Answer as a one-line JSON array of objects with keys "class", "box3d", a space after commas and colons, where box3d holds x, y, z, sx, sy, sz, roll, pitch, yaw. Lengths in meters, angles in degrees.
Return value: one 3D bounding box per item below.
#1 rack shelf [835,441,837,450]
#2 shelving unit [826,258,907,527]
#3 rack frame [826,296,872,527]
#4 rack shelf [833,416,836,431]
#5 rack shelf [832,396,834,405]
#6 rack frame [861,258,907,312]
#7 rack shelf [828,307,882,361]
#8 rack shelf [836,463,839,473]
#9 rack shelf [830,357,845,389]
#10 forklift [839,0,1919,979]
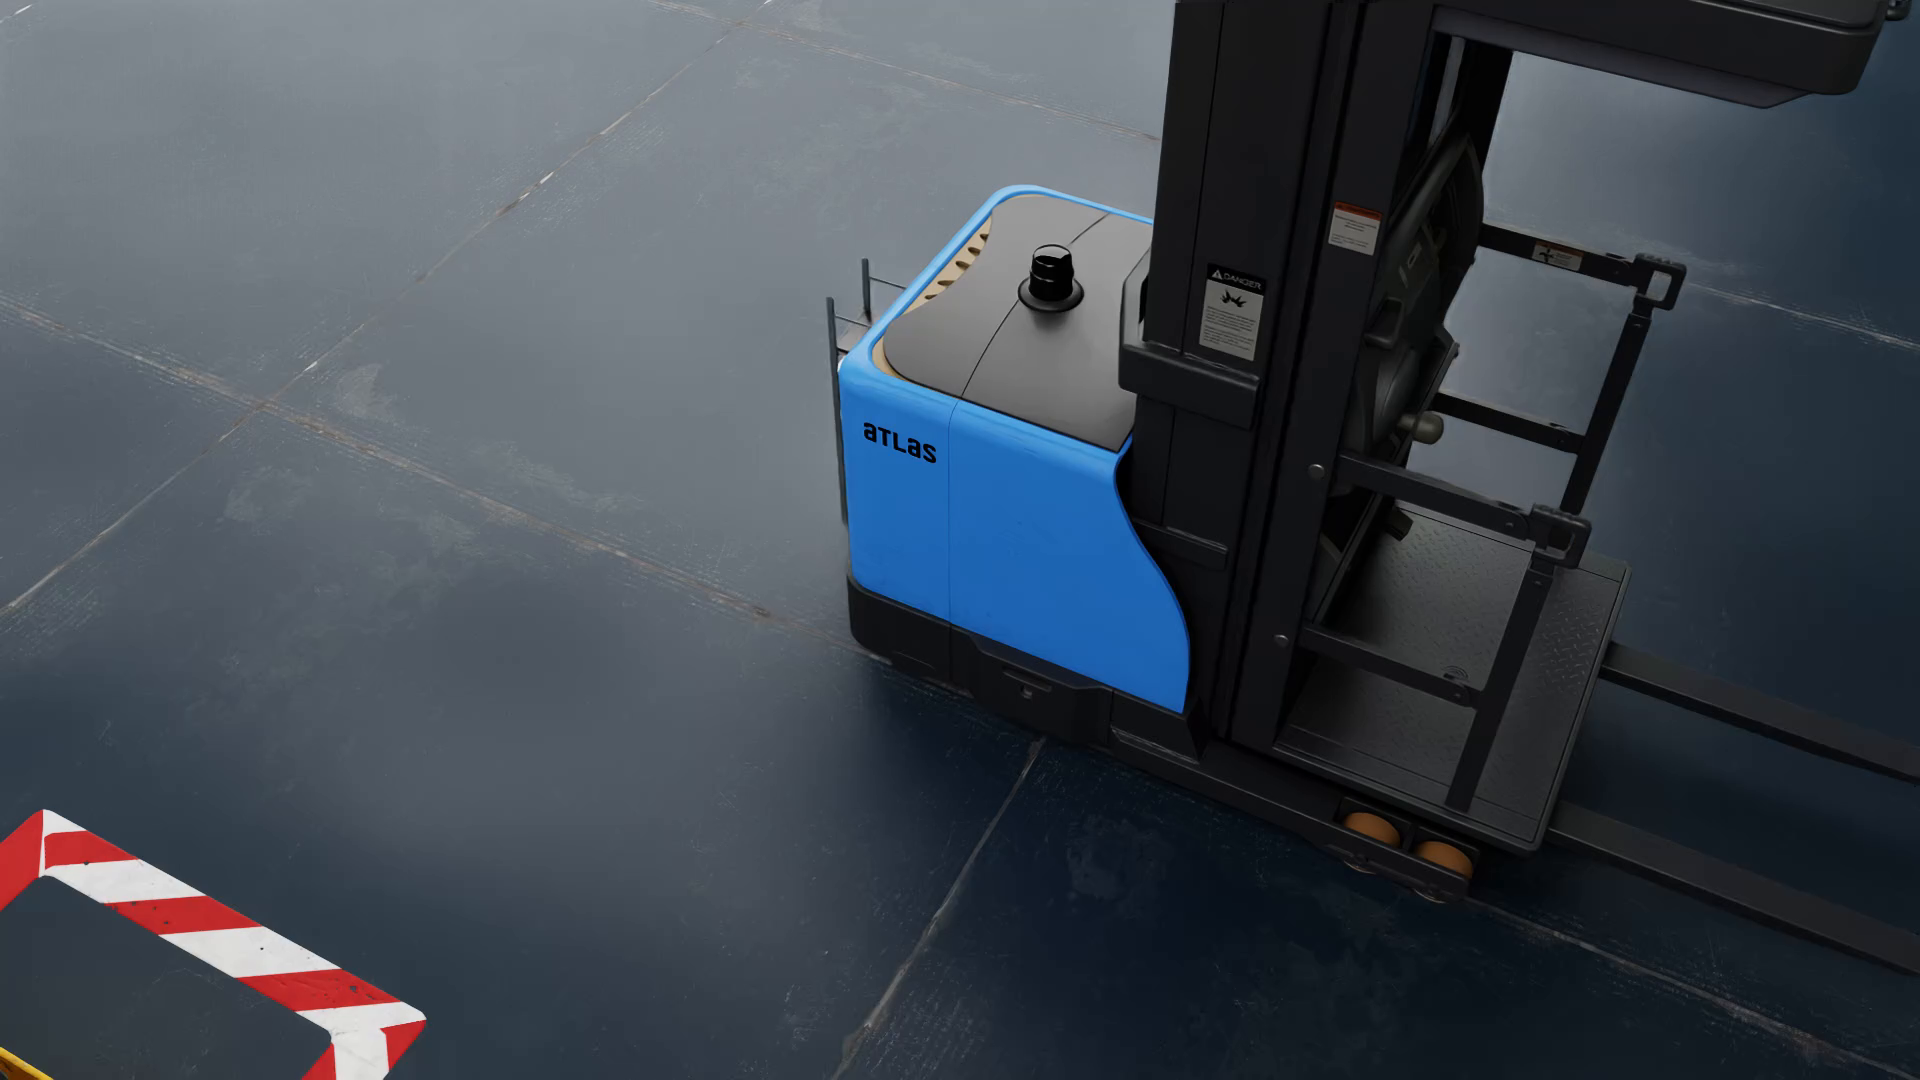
[{"class": "rack shelf", "box3d": [-0.221, -0.306, 5.093, 0.258, 0.077, 0.200, 20, 49, 18]}, {"class": "shelving unit", "box3d": [-0.221, -0.393, 5.005, 0.258, 0.900, 0.210, 20, 49, 18]}, {"class": "rack frame", "box3d": [-0.267, -0.328, 4.941, 0.240, 0.900, 0.006, 20, 49, 18]}, {"class": "rack shelf", "box3d": [-0.221, -0.369, 5.029, 0.258, 0.077, 0.200, 20, 49, 18]}, {"class": "rack shelf", "box3d": [-0.221, -0.432, 4.965, 0.258, 0.077, 0.200, 20, 49, 18]}, {"class": "rack frame", "box3d": [-0.175, -0.457, 5.069, 0.240, 0.900, 0.006, 20, 49, 18]}, {"class": "rack shelf", "box3d": [-0.221, -0.559, 4.837, 0.258, 0.077, 0.200, 20, 49, 18]}, {"class": "rack shelf", "box3d": [-0.221, -0.243, 5.157, 0.258, 0.077, 0.200, 20, 49, 18]}, {"class": "rack shelf", "box3d": [-0.221, -0.496, 4.901, 0.258, 0.077, 0.200, 20, 49, 18]}, {"class": "forklift", "box3d": [1.223, -0.525, 3.708, 3.031, 2.935, 1.130, 21, 49, 19]}]
